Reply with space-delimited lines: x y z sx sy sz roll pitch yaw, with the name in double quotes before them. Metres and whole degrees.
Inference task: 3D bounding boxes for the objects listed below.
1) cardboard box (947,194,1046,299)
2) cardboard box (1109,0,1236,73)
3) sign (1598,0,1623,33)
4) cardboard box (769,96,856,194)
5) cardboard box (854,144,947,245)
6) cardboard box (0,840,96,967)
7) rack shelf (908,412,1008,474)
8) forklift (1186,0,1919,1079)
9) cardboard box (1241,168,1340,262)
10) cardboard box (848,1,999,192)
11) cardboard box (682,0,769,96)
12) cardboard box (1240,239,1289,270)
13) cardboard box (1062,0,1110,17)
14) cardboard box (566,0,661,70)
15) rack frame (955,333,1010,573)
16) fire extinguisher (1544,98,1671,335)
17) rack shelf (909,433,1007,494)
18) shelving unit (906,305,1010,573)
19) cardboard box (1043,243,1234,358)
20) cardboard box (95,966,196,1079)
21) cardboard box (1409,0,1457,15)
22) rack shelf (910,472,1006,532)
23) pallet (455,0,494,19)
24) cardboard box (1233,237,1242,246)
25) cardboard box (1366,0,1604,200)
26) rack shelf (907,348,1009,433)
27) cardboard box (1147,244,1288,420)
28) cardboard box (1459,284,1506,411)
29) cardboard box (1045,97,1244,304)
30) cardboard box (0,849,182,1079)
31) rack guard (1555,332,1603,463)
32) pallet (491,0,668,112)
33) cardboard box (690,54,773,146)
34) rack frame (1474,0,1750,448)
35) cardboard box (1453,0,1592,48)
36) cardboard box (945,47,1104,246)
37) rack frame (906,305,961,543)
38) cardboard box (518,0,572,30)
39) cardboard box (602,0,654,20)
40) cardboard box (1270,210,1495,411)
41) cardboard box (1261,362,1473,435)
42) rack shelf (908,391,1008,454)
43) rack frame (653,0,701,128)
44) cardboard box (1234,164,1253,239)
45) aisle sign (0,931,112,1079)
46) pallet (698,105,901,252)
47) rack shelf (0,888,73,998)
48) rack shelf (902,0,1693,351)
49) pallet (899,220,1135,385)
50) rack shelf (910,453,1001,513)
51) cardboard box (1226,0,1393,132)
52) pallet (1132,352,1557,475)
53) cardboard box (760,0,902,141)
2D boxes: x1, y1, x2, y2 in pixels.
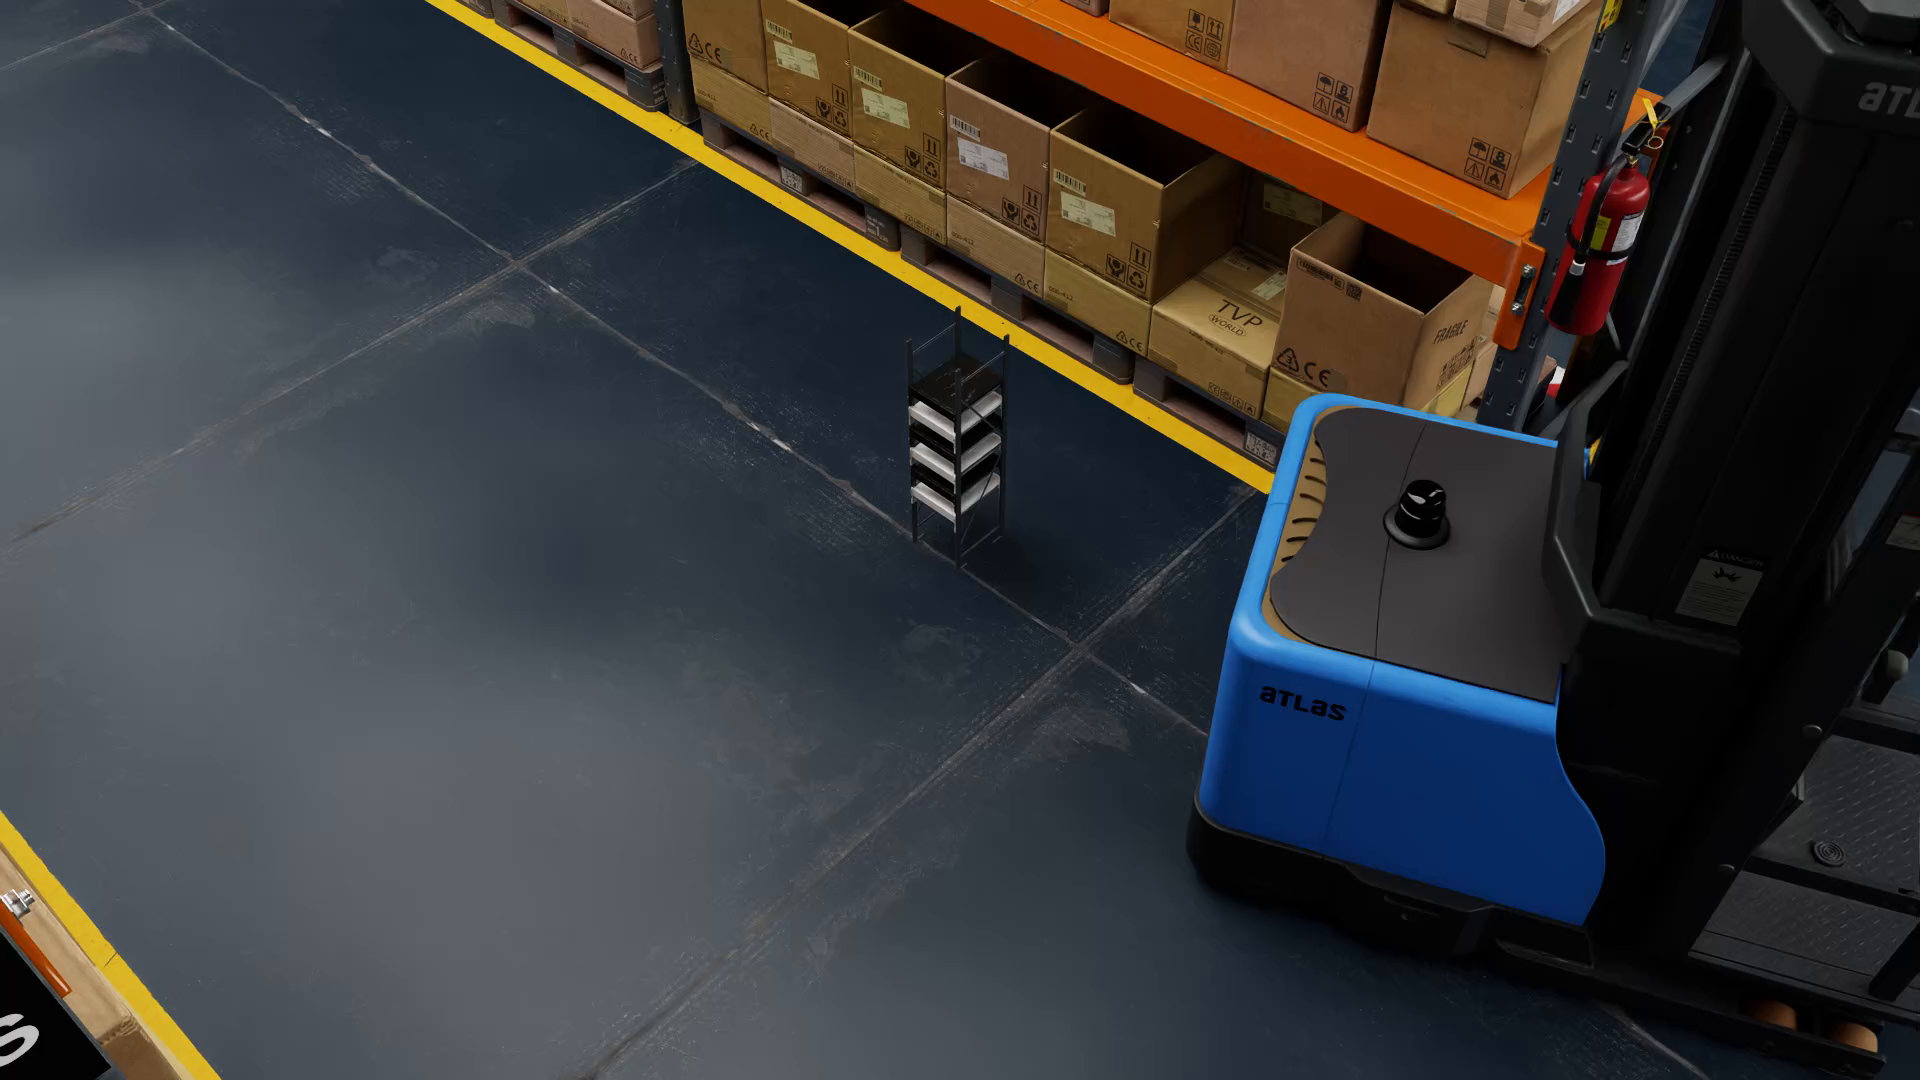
"cardboard box" 0.298 -1.252 6.466 0.500 0.250 0.500 34 55 28
"cardboard box" 0.919 -1.985 5.487 0.500 0.500 0.700 34 56 28
"sign" 1.625 -1.401 4.051 0.005 0.325 0.100 34 55 28
"cardboard box" -0.437 -1.746 6.930 0.500 0.250 0.500 34 55 28
"cardboard box" -0.073 -1.496 6.695 0.500 0.250 0.500 34 55 28
"cardboard box" -1.857 0.589 2.714 0.500 0.500 0.500 34 55 28
"rack shelf" -0.006 -0.351 5.384 0.200 0.077 0.258 34 55 28
"forklift" 2.228 -0.019 3.757 3.031 2.935 1.130 14 48 13
"cardboard box" 1.391 -1.297 5.994 0.500 0.500 0.500 34 55 28
"cardboard box" -0.073 -1.753 6.422 0.500 0.500 0.500 34 55 28
"cardboard box" -0.808 -2.247 6.886 0.500 0.500 0.500 34 55 28
"cardboard box" 1.390 -1.039 6.266 0.500 0.250 0.500 34 55 28
"cardboard box" 0.529 -2.243 5.730 0.500 0.500 0.700 36 56 29
"cardboard box" -1.438 -2.437 7.579 0.500 0.250 0.500 33 55 27
"rack frame" 0.069 -0.262 5.379 0.006 0.900 0.240 34 55 28
"fire extinguisher" 1.775 -0.873 4.566 0.183 0.674 0.296 34 55 28
"rack shelf" -0.006 -0.289 5.450 0.200 0.077 0.258 34 55 28
"shelving unit" -0.006 -0.312 5.426 0.210 0.900 0.258 34 55 28
"cardboard box" 0.664 -1.004 6.233 0.500 0.250 0.500 34 55 28
"cardboard box" -1.497 1.082 2.766 0.500 0.250 0.500 32 55 27
"cardboard box" 1.400 -1.679 4.755 0.250 0.149 0.380 35 56 28
"rack shelf" -0.006 -0.166 5.581 0.200 0.077 0.258 34 55 28
"pallet" -2.405 -3.177 8.588 1.213 0.211 1.003 34 55 28
"cardboard box" 1.023 -1.287 6.499 0.500 0.250 0.500 34 55 28
"cardboard box" 1.669 -1.479 5.013 0.500 0.500 0.700 34 55 28
"rack shelf" -0.006 -0.474 5.253 0.200 0.077 0.258 34 55 28
"cardboard box" 1.033 -0.757 6.002 0.500 0.250 0.500 34 55 28
"cardboard box" 1.760 -0.794 6.036 0.500 0.250 0.500 34 55 28
"cardboard box" 0.662 -1.259 5.958 0.500 0.500 0.500 34 55 28
"cardboard box" -1.501 0.839 2.479 0.500 0.500 0.500 34 55 28
"rack guard" 2.021 -0.340 5.726 0.348 0.500 1.175 34 55 28
"pallet" -1.504 -2.574 8.022 1.213 0.211 1.003 34 55 28
"cardboard box" -0.801 -1.996 7.164 0.500 0.250 0.500 34 55 28
"rack frame" 2.003 -1.207 4.826 0.127 3.000 1.000 34 55 28
"cardboard box" 1.593 -1.550 4.634 0.250 0.149 0.380 33 55 27
"cardboard box" 0.296 -1.507 6.191 0.500 0.500 0.500 34 55 28
"rack frame" -0.081 -0.362 5.473 0.006 0.900 0.240 34 55 28
"cardboard box" -1.808 -2.688 7.815 0.500 0.250 0.500 33 55 27
"cardboard box" -1.428 -2.626 7.372 0.500 0.311 0.500 34 55 28
"cardboard box" 1.407 -0.772 5.501 0.500 0.500 0.500 34 55 28
"cardboard box" 1.409 -0.517 5.776 0.500 0.250 0.500 34 55 28
"rack shelf" -0.006 -0.412 5.319 0.200 0.077 0.258 34 55 28
"rack frame" -0.936 -3.185 6.683 0.127 3.000 1.000 34 55 28
"cardboard box" 1.015 -1.537 6.219 0.500 0.500 0.500 34 55 28
"aisle sign" -1.098 0.433 1.502 0.004 0.787 0.394 34 55 28
"pallet" -0.380 -1.815 7.309 1.213 0.211 1.003 34 55 28
"rack shelf" -2.824 -0.321 2.430 4.000 0.370 1.077 34 55 28
"rack shelf" 0.533 -1.950 6.017 4.000 0.370 1.077 34 55 28
"pallet" 0.520 -1.212 6.743 1.213 0.211 1.003 34 55 28
"rack shelf" -0.006 -0.228 5.516 0.200 0.077 0.258 34 55 28
"cardboard box" 1.280 -1.736 5.254 0.500 0.500 0.700 35 56 29
"pallet" 1.413 -0.608 6.176 1.213 0.211 1.003 34 55 28
"cardboard box" -0.435 -2.004 6.658 0.500 0.500 0.500 34 55 28
